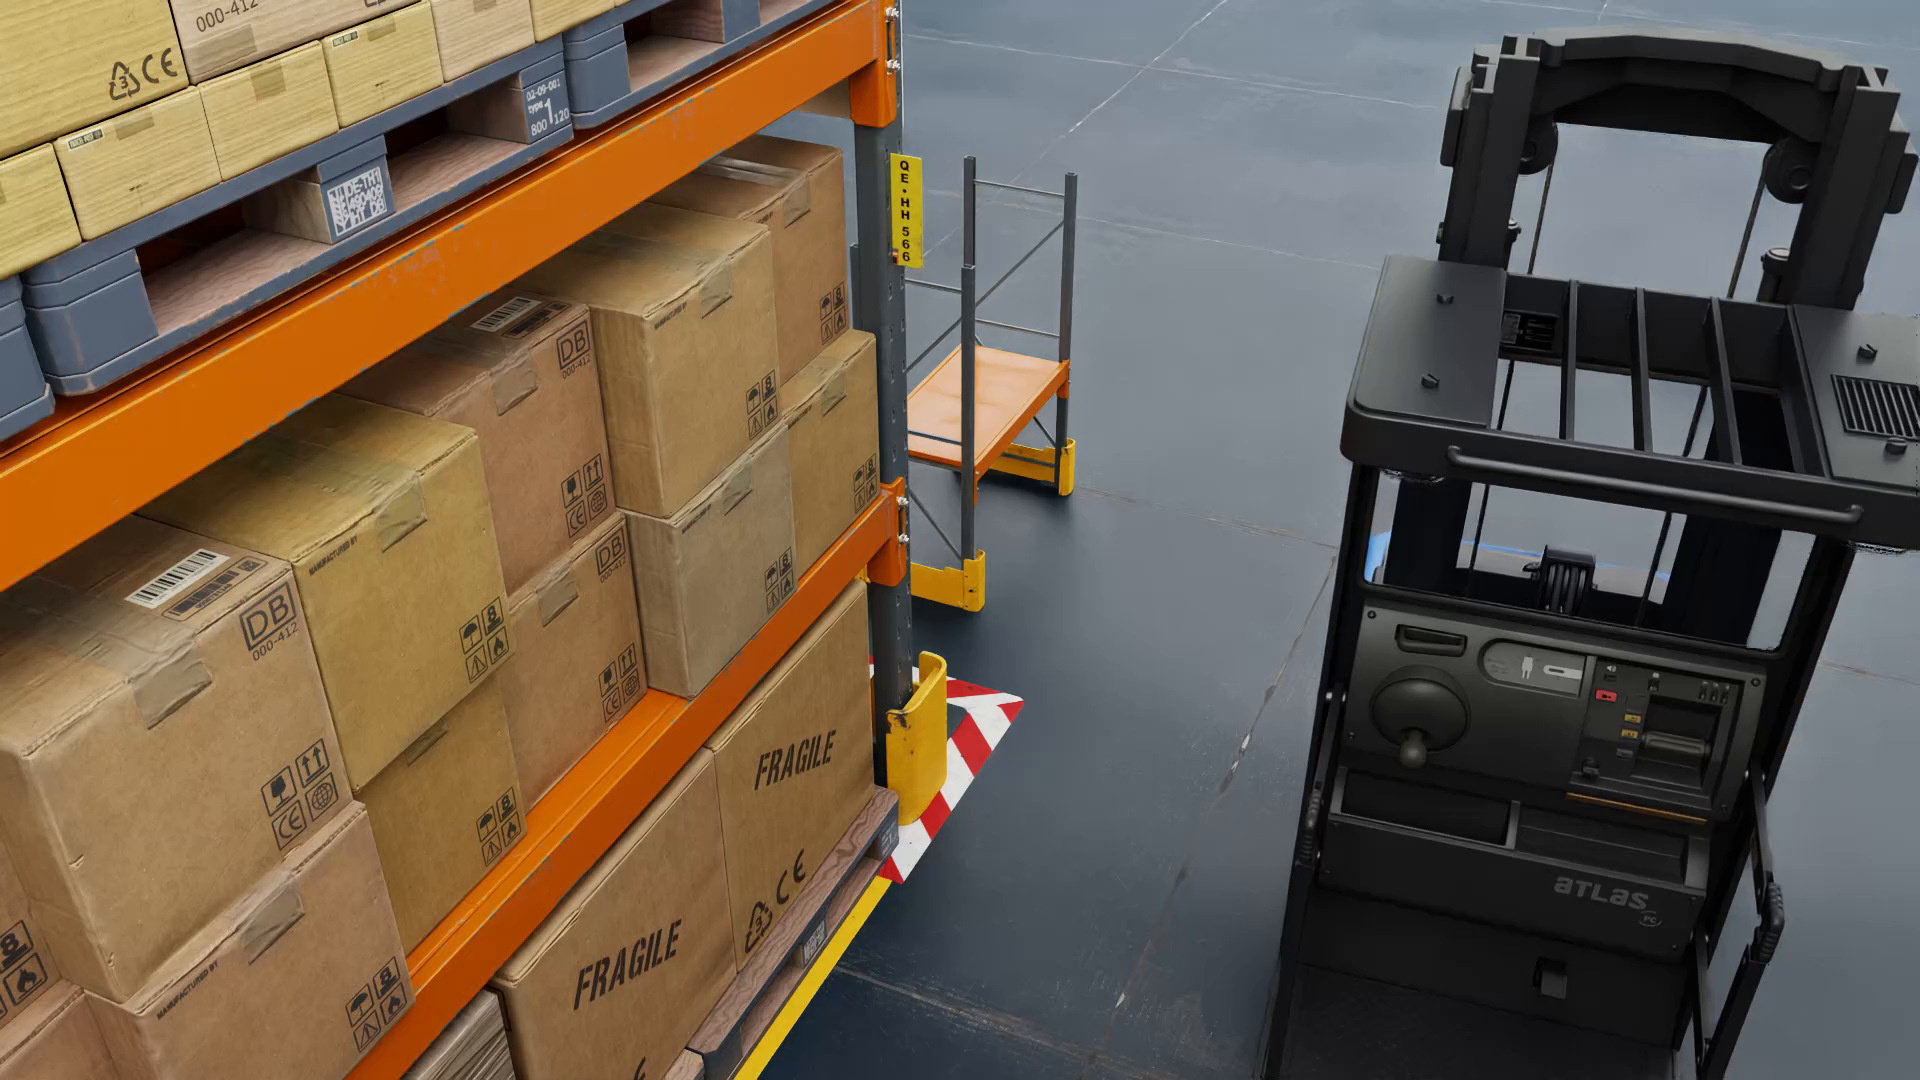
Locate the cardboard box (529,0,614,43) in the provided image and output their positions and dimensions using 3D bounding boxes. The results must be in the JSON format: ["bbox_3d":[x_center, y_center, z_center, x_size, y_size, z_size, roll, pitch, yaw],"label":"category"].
[{"bbox_3d":[-0.895,-1.079,3.180,0.380,0.149,0.250,14,36,20],"label":"cardboard box"}]

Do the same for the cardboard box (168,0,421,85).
[{"bbox_3d":[-1.221,-0.939,2.602,0.500,0.250,0.500,15,36,21],"label":"cardboard box"}]

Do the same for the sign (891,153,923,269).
[{"bbox_3d":[-0.151,-0.915,4.637,0.100,0.325,0.005,14,36,20],"label":"sign"}]

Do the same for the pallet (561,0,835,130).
[{"bbox_3d":[-0.939,-1.308,3.855,1.003,0.211,1.213,14,36,20],"label":"pallet"}]

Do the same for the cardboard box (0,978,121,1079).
[{"bbox_3d":[-1.958,1.001,2.851,0.875,0.550,0.550,14,36,20],"label":"cardboard box"}]

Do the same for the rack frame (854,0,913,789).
[{"bbox_3d":[-0.638,-0.463,5.220,1.000,3.000,0.127,14,36,20],"label":"rack frame"}]

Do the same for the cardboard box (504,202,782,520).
[{"bbox_3d":[-0.975,-0.506,4.165,0.875,0.550,0.550,14,36,20],"label":"cardboard box"}]

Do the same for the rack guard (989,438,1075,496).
[{"bbox_3d":[0.240,-0.391,7.618,0.587,0.250,0.087,14,36,20],"label":"rack guard"}]

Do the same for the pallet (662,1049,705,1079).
[{"bbox_3d":[-1.413,1.725,4.427,1.003,0.211,1.213,14,36,20],"label":"pallet"}]

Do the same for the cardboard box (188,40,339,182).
[{"bbox_3d":[-1.214,-0.698,2.599,0.380,0.149,0.250,15,36,21],"label":"cardboard box"}]

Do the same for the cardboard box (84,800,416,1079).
[{"bbox_3d":[-1.626,0.759,3.220,0.875,0.550,0.550,14,36,20],"label":"cardboard box"}]

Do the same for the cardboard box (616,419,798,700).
[{"bbox_3d":[-0.962,-0.051,4.456,0.875,0.550,0.550,14,36,20],"label":"cardboard box"}]

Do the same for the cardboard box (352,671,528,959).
[{"bbox_3d":[-1.495,0.472,3.658,0.875,0.550,0.500,14,36,20],"label":"cardboard box"}]

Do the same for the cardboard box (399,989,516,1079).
[{"bbox_3d":[-1.611,1.495,3.789,0.875,0.875,0.875,14,36,21],"label":"cardboard box"}]

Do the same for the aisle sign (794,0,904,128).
[{"bbox_3d":[-0.336,-1.516,4.456,0.394,0.787,0.004,14,36,20],"label":"aisle sign"}]

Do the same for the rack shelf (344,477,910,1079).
[{"bbox_3d":[-1.475,0.834,3.898,1.077,0.370,4.000,14,36,20],"label":"rack shelf"}]

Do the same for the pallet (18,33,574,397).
[{"bbox_3d":[-1.448,-0.698,2.925,1.003,0.211,1.213,14,36,20],"label":"pallet"}]

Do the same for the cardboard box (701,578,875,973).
[{"bbox_3d":[-0.862,0.603,5.150,0.875,0.875,0.875,14,36,21],"label":"cardboard box"}]

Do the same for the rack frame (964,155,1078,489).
[{"bbox_3d":[0.248,-0.923,7.290,0.500,1.500,0.032,14,36,20],"label":"rack frame"}]

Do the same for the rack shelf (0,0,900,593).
[{"bbox_3d":[-1.475,-0.420,3.076,1.077,0.370,4.000,14,36,20],"label":"rack shelf"}]

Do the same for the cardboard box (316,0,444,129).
[{"bbox_3d":[-1.108,-0.827,2.795,0.380,0.149,0.250,15,36,21],"label":"cardboard box"}]

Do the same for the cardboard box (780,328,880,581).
[{"bbox_3d":[-0.752,-0.330,4.881,0.875,0.550,0.550,14,36,20],"label":"cardboard box"}]

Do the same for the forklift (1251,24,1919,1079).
[{"bbox_3d":[1.366,0.470,3.860,1.130,2.935,3.031,10,35,15],"label":"forklift"}]

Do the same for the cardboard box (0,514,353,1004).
[{"bbox_3d":[-1.651,0.301,2.934,0.875,0.550,0.550,14,36,20],"label":"cardboard box"}]

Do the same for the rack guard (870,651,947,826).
[{"bbox_3d":[-0.628,0.571,5.924,1.175,0.500,0.348,14,36,20],"label":"rack guard"}]

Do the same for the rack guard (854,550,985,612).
[{"bbox_3d":[-0.176,0.106,6.861,0.587,0.250,0.087,14,36,20],"label":"rack guard"}]

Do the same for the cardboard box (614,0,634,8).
[{"bbox_3d":[-0.789,-1.207,3.375,0.380,0.149,0.250,15,36,21],"label":"cardboard box"}]

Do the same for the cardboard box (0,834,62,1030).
[{"bbox_3d":[-2.001,0.539,2.571,0.875,0.550,0.550,14,36,20],"label":"cardboard box"}]

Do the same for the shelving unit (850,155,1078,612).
[{"bbox_3d":[0.032,-0.665,6.897,0.587,1.500,1.083,14,36,20],"label":"shelving unit"}]

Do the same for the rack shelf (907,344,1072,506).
[{"bbox_3d":[0.036,-0.519,7.002,0.538,0.185,1.000,14,36,20],"label":"rack shelf"}]

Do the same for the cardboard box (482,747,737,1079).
[{"bbox_3d":[-1.228,1.042,4.481,0.875,0.875,0.875,14,36,20],"label":"cardboard box"}]

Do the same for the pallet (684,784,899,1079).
[{"bbox_3d":[-0.901,1.120,5.350,1.003,0.211,1.213,14,36,20],"label":"pallet"}]

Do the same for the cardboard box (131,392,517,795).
[{"bbox_3d":[-1.436,0.035,3.339,0.875,0.550,0.500,14,36,20],"label":"cardboard box"}]

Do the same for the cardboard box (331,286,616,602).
[{"bbox_3d":[-1.332,-0.258,3.787,0.875,0.550,0.550,14,36,20],"label":"cardboard box"}]

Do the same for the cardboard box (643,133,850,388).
[{"bbox_3d":[-0.828,-0.801,4.615,0.875,0.550,0.550,14,36,20],"label":"cardboard box"}]

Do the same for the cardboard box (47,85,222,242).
[{"bbox_3d":[-1.319,-0.575,2.411,0.380,0.149,0.250,14,36,21],"label":"cardboard box"}]

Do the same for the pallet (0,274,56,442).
[{"bbox_3d":[-1.960,-0.093,2.002,1.003,0.211,1.213,14,36,20],"label":"pallet"}]

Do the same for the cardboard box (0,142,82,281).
[{"bbox_3d":[-1.426,-0.448,2.217,0.380,0.149,0.250,14,36,20],"label":"cardboard box"}]

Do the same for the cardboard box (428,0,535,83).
[{"bbox_3d":[-1.001,-0.954,2.988,0.380,0.149,0.250,14,36,21],"label":"cardboard box"}]

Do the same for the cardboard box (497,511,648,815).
[{"bbox_3d":[-1.311,0.199,4.075,0.875,0.550,0.550,14,36,20],"label":"cardboard box"}]

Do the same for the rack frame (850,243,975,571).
[{"bbox_3d":[-0.177,-0.416,6.517,0.500,1.500,0.032,14,36,20],"label":"rack frame"}]

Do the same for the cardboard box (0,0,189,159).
[{"bbox_3d":[-1.432,-0.686,2.217,0.500,0.250,0.500,14,36,20],"label":"cardboard box"}]
